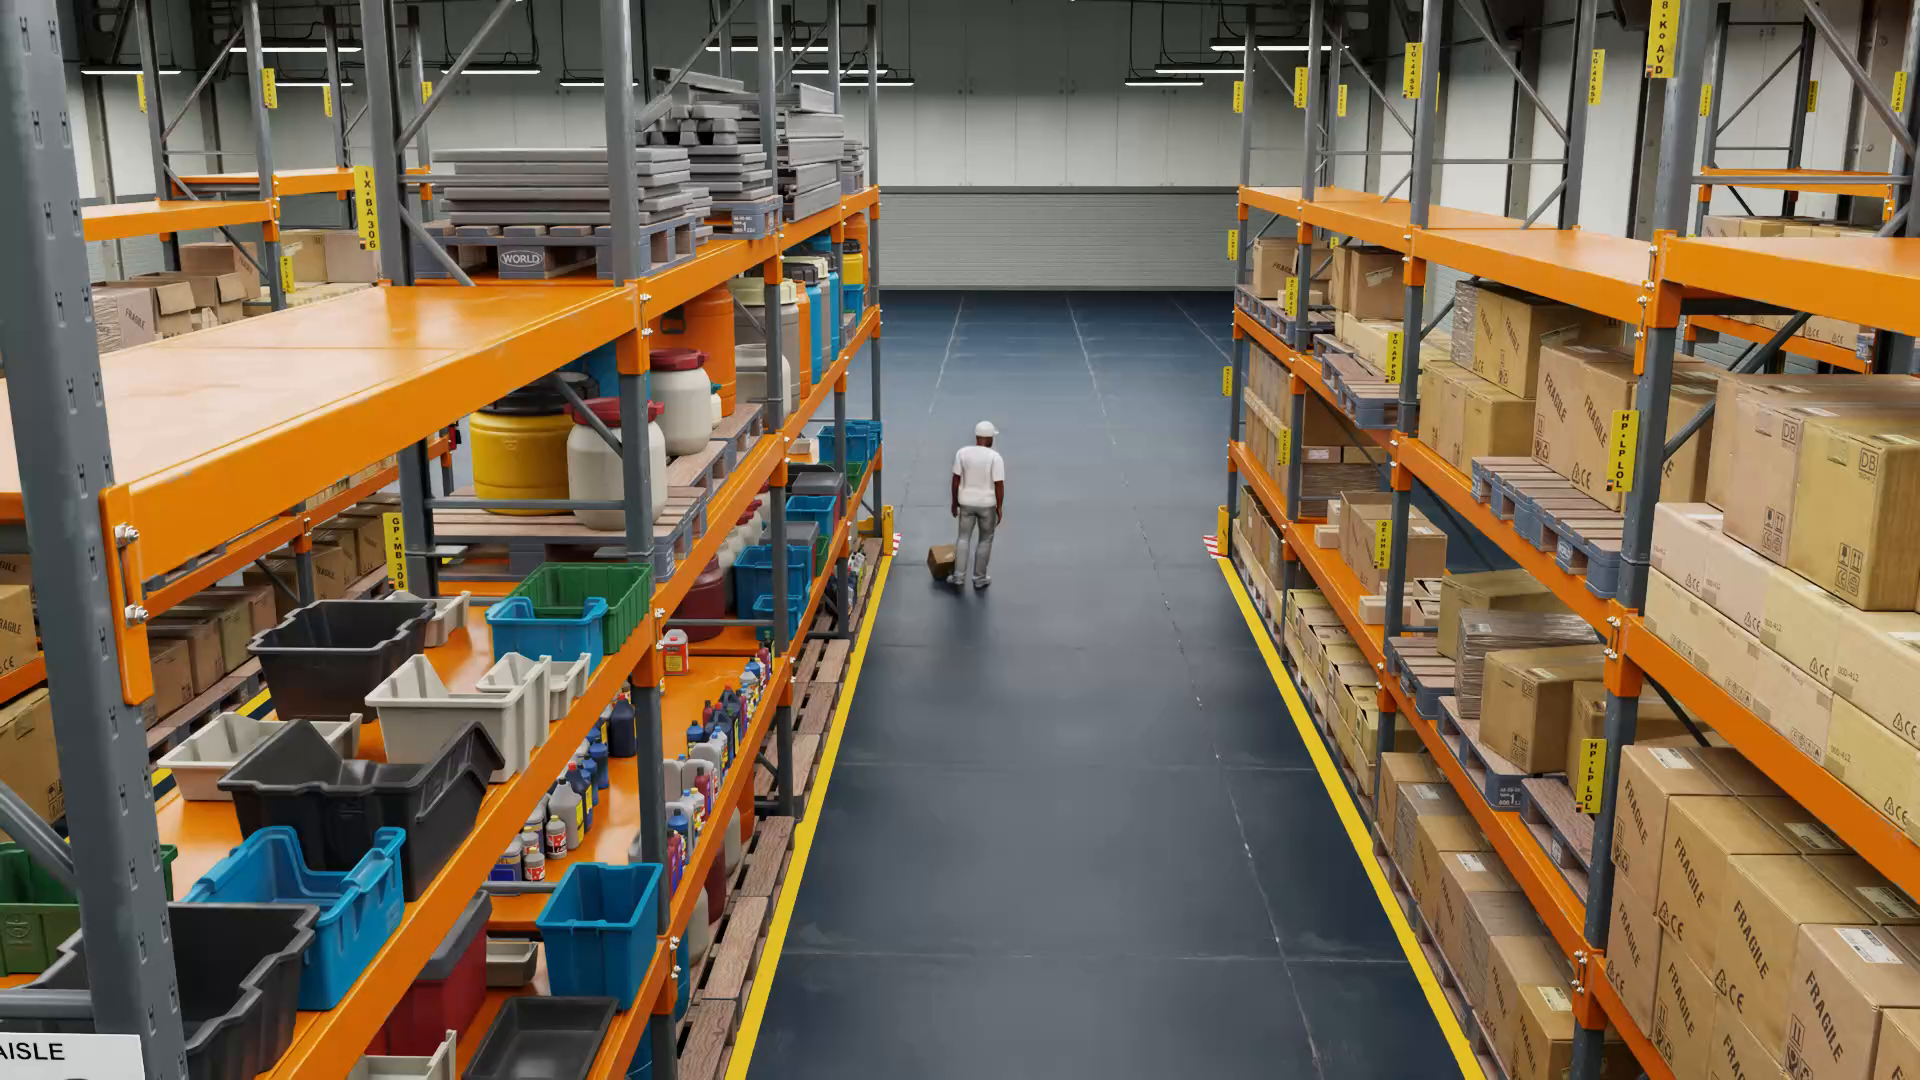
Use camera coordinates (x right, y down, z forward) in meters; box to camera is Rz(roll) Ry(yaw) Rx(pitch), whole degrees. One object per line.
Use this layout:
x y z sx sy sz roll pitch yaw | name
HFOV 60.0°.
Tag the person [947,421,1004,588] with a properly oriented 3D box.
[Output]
0.170 -0.355 17.402 0.600 1.755 0.581 5 15 20 | person
